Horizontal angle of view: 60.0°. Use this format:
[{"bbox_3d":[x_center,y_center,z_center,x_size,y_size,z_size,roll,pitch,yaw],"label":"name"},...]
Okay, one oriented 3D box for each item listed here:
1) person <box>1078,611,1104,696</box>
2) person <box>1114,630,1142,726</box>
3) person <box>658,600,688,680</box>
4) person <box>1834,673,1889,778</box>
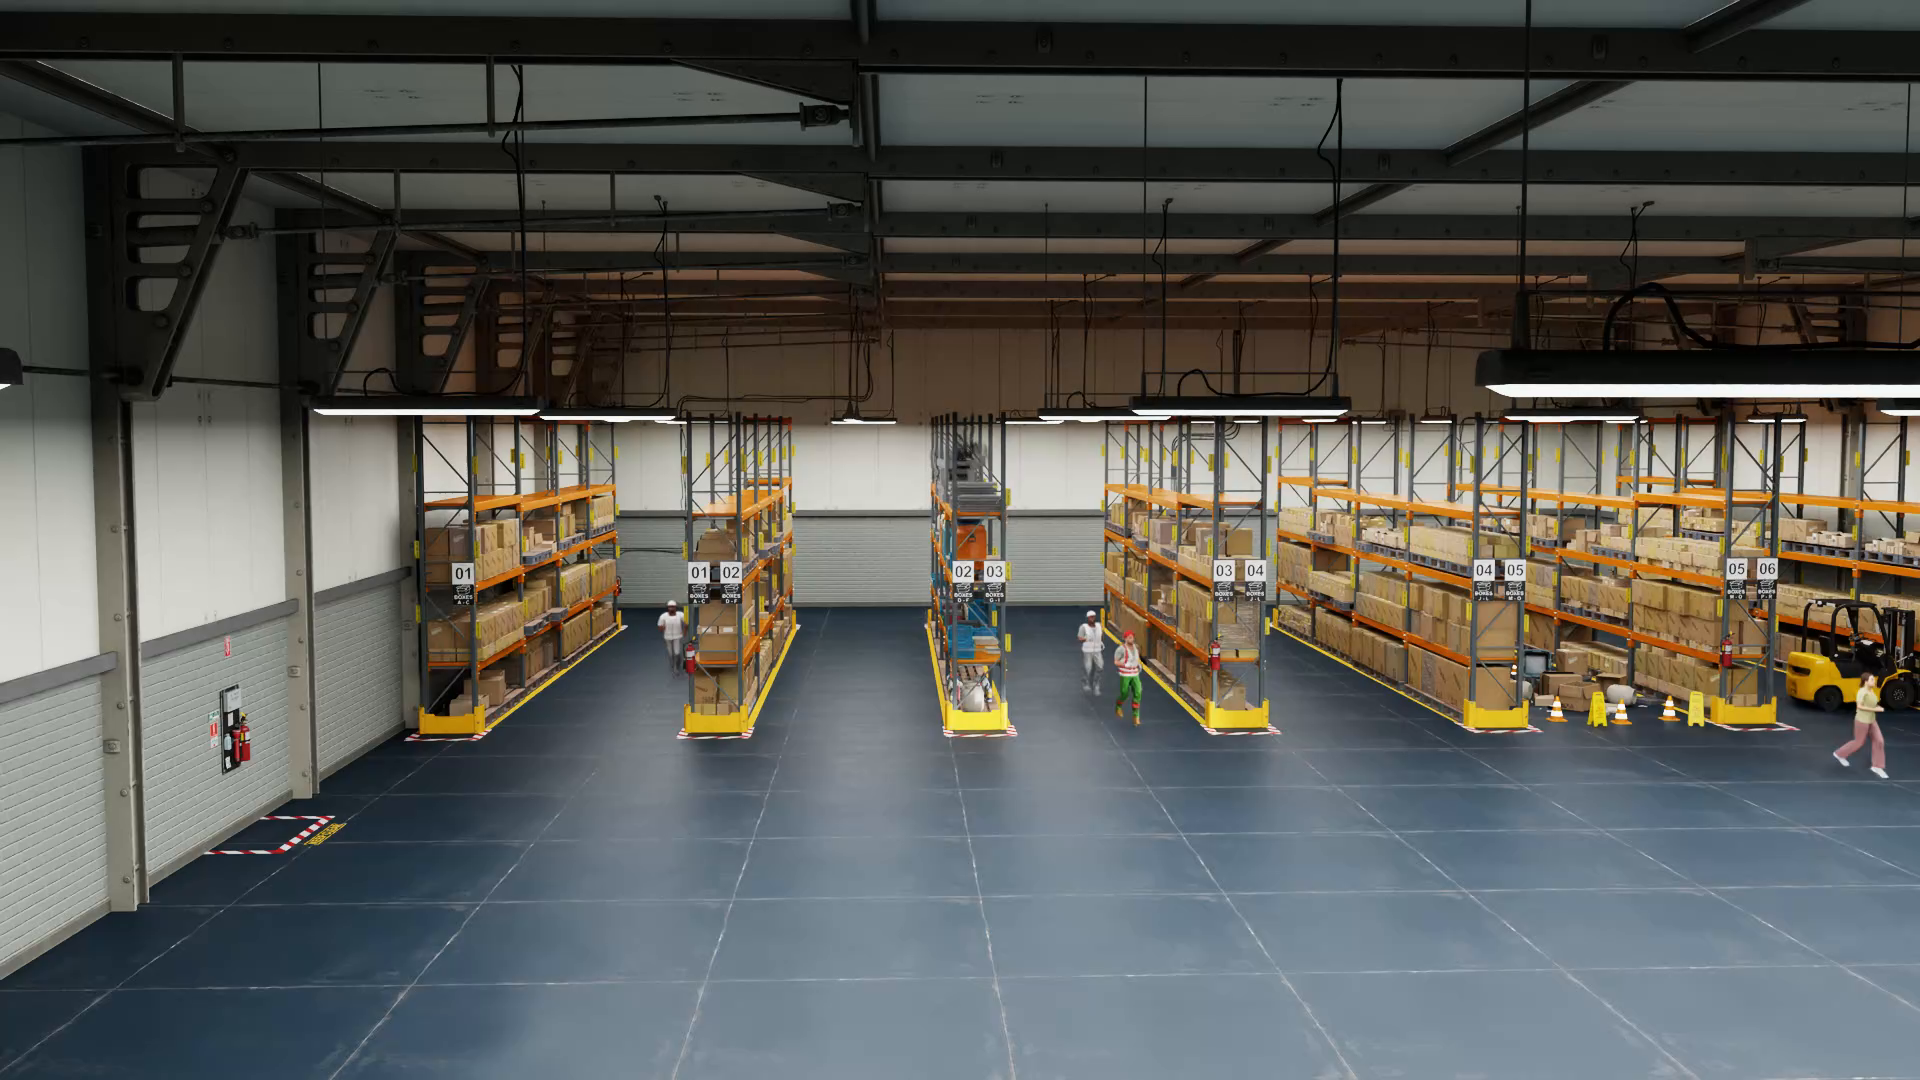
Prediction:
[{"bbox_3d":[2.825,2.421,35.487,0.656,1.828,0.701,-1,4,-14],"label":"person"},{"bbox_3d":[3.240,2.656,32.162,0.690,1.849,0.912,-2,4,-27],"label":"person"},{"bbox_3d":[-6.528,2.278,37.807,0.672,1.823,0.762,0,4,-1],"label":"person"},{"bbox_3d":[14.904,3.035,27.442,0.605,1.724,0.870,-3,5,-38],"label":"person"}]
